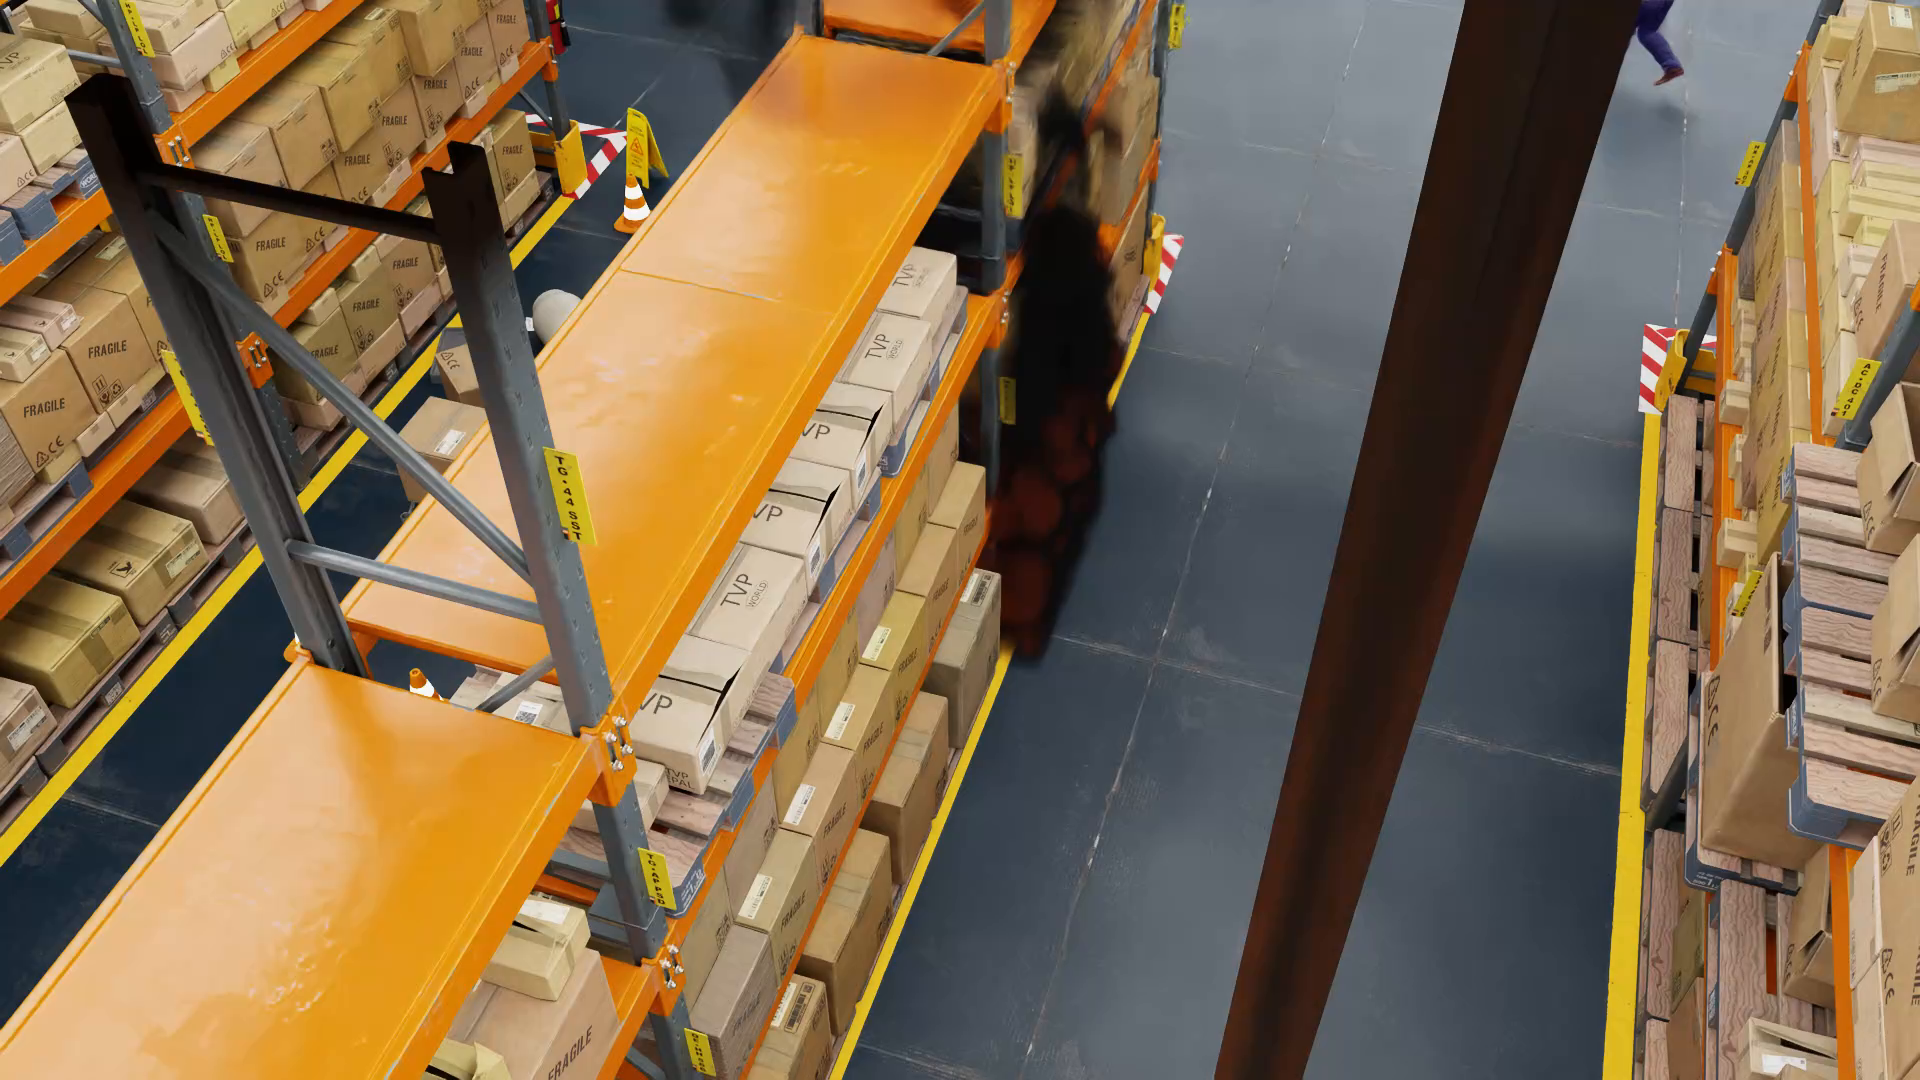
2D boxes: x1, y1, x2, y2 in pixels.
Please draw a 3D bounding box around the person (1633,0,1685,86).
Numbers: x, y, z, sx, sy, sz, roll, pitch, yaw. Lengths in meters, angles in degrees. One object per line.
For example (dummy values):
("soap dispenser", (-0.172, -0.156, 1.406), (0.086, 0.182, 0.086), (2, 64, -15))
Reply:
("person", (6.076, -4.737, 14.610), (0.611, 1.649, 0.931), (-33, 54, -28))
